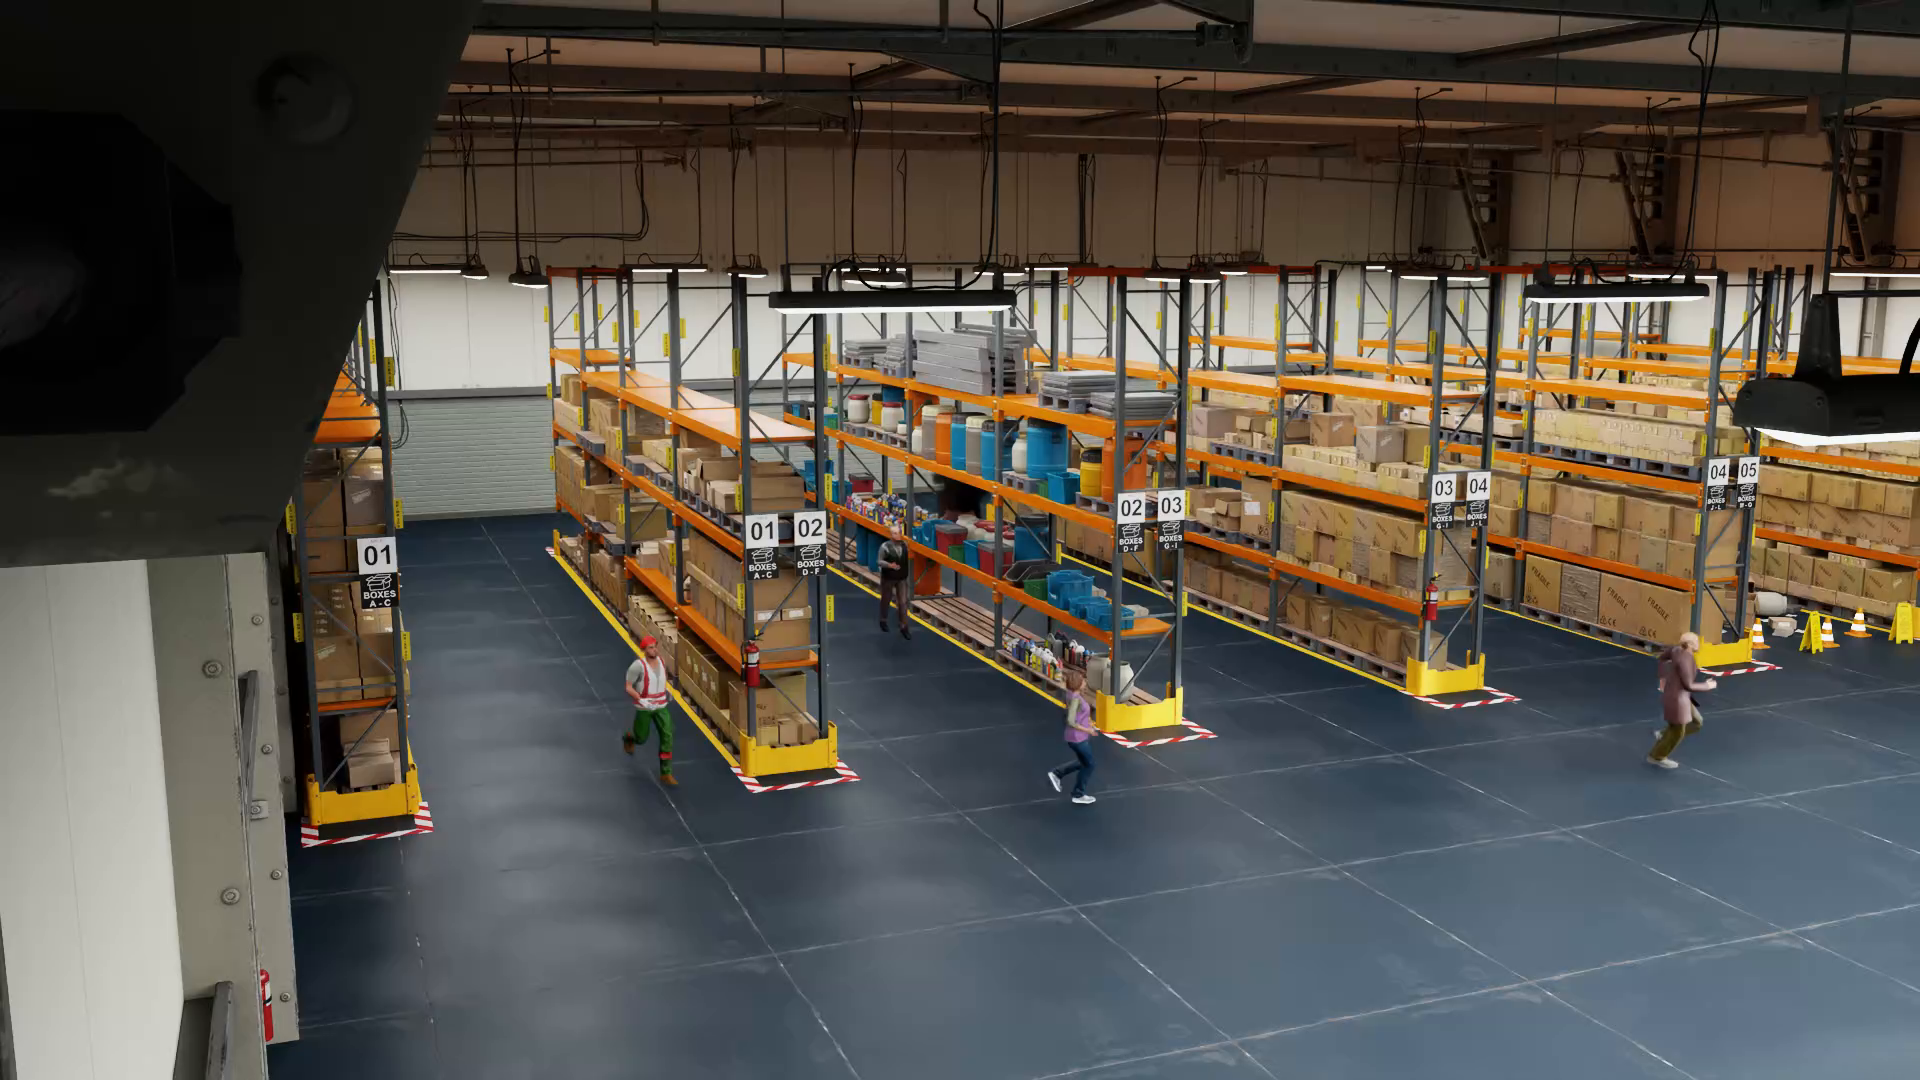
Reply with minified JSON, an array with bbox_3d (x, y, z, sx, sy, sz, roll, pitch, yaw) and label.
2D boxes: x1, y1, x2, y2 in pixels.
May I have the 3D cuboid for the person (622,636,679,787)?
[{"bbox_3d":[-3.760,2.023,20.086,0.631,1.772,1.089,-8,13,-38],"label":"person"}]

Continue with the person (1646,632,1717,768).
[{"bbox_3d":[8.861,1.965,20.383,0.723,1.728,0.761,3,10,16],"label":"person"}]

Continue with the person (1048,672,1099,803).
[{"bbox_3d":[1.303,2.279,19.129,0.567,1.543,0.535,0,10,2],"label":"person"}]

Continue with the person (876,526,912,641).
[{"bbox_3d":[-1.047,0.649,26.219,0.610,1.769,0.843,-4,11,-22],"label":"person"}]
